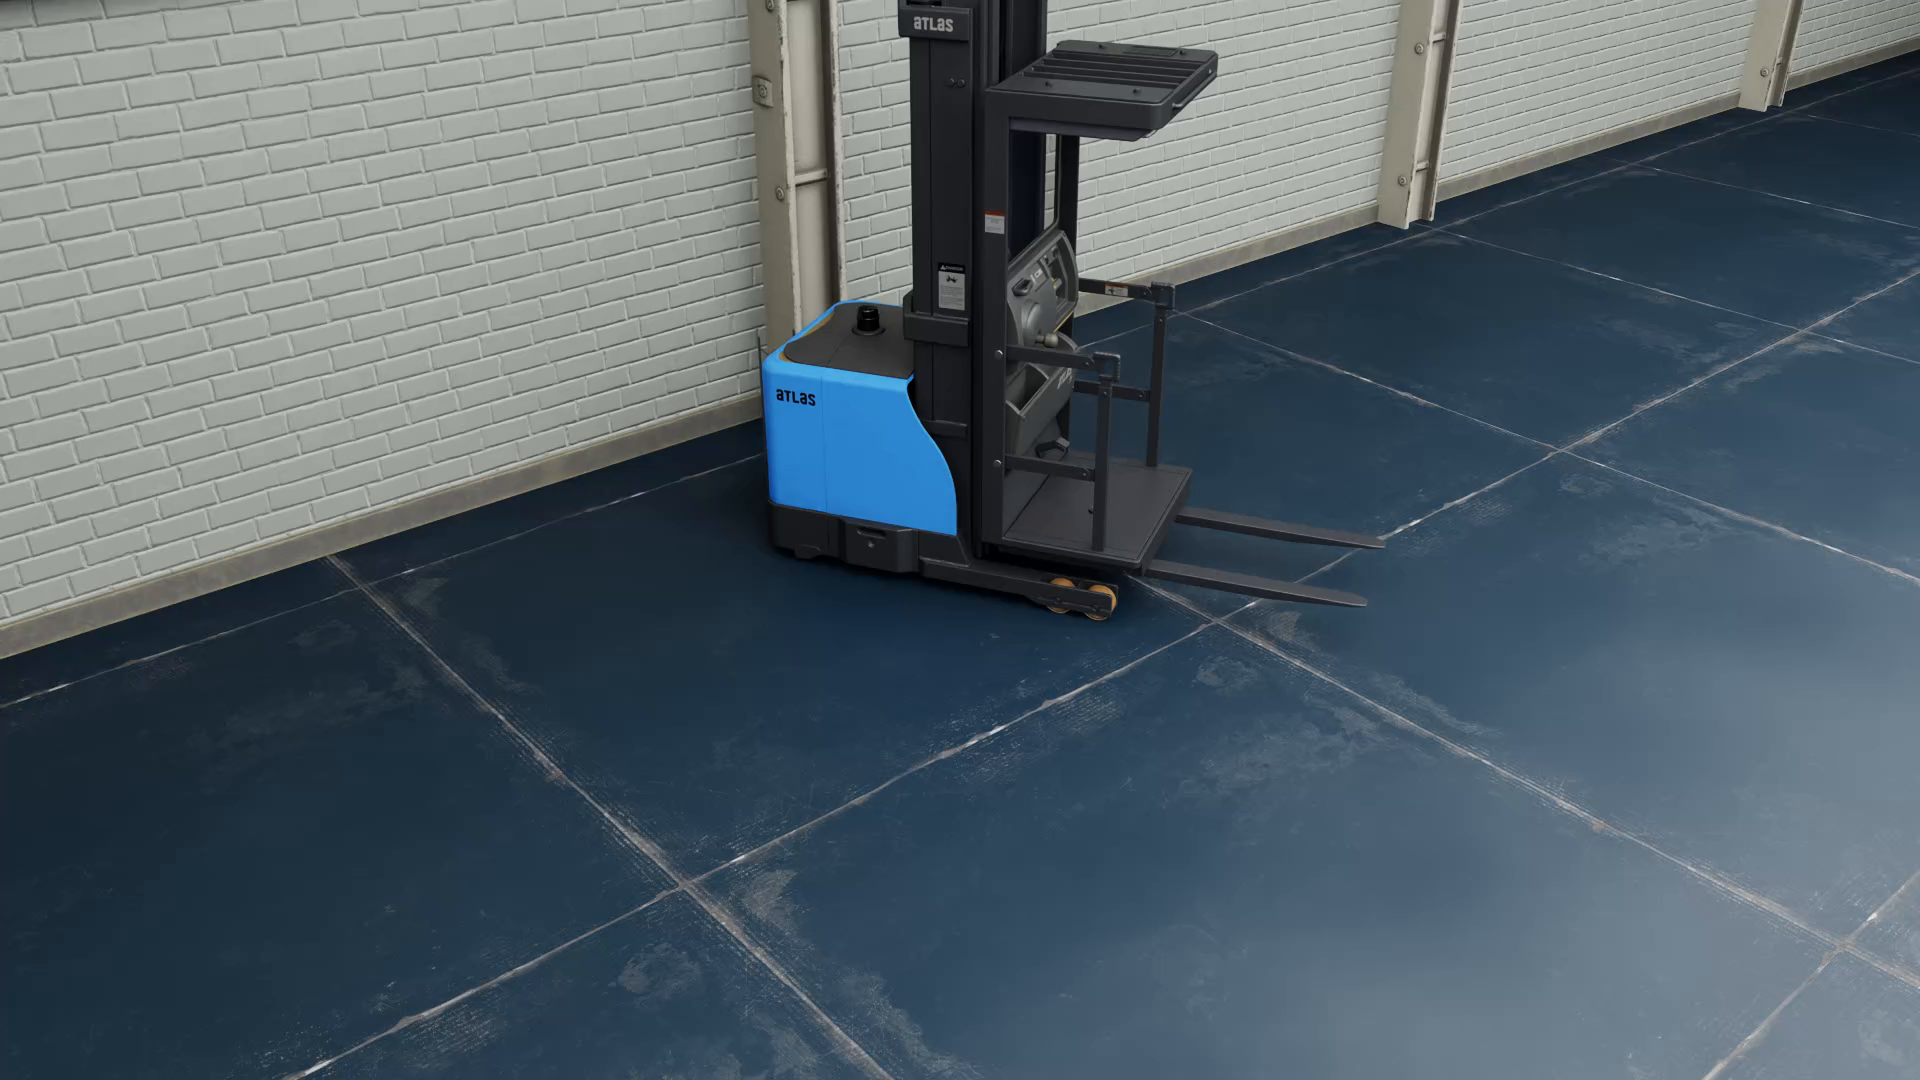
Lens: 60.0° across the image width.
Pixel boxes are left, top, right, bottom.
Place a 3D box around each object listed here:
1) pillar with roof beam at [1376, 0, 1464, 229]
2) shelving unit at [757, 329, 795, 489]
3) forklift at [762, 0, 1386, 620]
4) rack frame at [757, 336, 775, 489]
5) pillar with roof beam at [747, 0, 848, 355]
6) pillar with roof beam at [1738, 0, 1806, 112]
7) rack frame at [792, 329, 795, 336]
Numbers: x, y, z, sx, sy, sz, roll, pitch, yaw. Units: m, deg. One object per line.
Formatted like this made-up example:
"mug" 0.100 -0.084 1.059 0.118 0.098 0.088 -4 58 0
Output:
"pillar with roof beam" 6.442 -5.056 8.663 0.400 9.000 9.100 -22 35 -35
"shelving unit" -0.932 -0.666 9.042 0.210 0.900 0.258 -15 31 -25
"forklift" 0.583 -1.189 7.865 3.031 2.935 1.130 10 30 18
"rack frame" -1.021 -0.643 8.999 0.006 0.900 0.240 -15 31 -25
"pillar with roof beam" 1.878 -3.220 5.228 0.400 9.000 9.100 -22 35 -35
"pillar with roof beam" 11.007 -6.891 12.098 0.400 9.000 9.100 -22 35 -35
"rack frame" -0.843 -0.690 9.086 0.006 0.900 0.240 -15 31 -25
